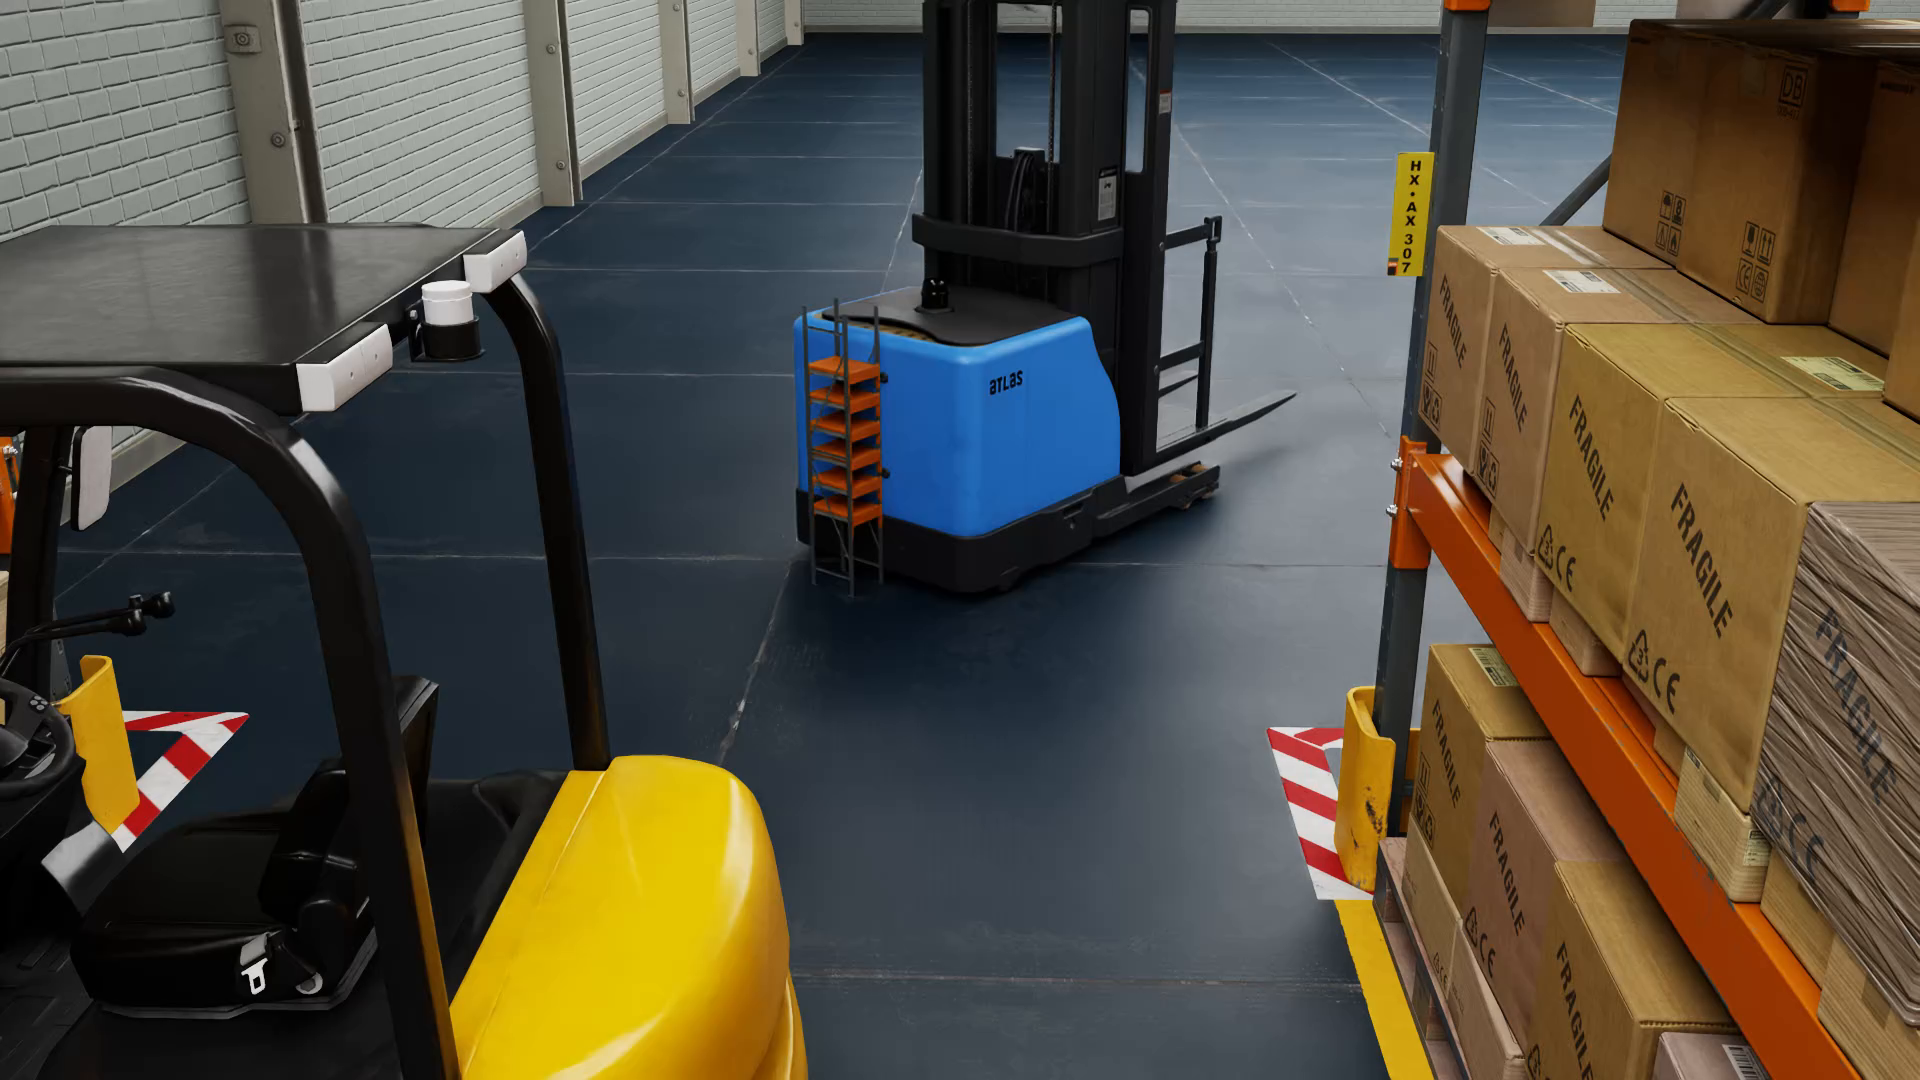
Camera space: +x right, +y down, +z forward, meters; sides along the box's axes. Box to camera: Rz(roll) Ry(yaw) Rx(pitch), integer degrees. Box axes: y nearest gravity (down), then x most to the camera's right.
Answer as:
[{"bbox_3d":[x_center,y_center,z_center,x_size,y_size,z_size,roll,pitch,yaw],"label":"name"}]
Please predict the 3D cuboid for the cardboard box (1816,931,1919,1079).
[{"bbox_3d":[1.350,0.625,2.118,0.380,0.149,0.250,0,21,1],"label":"cardboard box"}]

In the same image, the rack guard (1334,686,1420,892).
[{"bbox_3d":[1.736,0.742,4.926,1.175,0.500,0.348,1,21,2],"label":"rack guard"}]

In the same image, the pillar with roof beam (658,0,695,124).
[{"bbox_3d":[0.705,-9.520,19.625,9.100,9.000,0.400,1,21,2],"label":"pillar with roof beam"}]

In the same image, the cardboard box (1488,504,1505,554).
[{"bbox_3d":[1.439,-0.027,3.799,0.380,0.149,0.250,0,21,0],"label":"cardboard box"}]

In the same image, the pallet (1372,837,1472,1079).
[{"bbox_3d":[1.676,1.170,4.222,1.003,0.211,1.213,1,21,2],"label":"pallet"}]

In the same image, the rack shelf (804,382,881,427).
[{"bbox_3d":[-0.476,-0.552,6.752,0.258,0.103,0.180,17,27,36],"label":"rack shelf"}]

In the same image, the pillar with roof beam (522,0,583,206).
[{"bbox_3d":[0.523,-7.351,14.034,9.100,9.000,0.400,1,21,2],"label":"pillar with roof beam"}]

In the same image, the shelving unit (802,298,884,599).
[{"bbox_3d":[-0.476,-0.370,6.823,0.258,1.200,0.189,17,27,36],"label":"shelving unit"}]

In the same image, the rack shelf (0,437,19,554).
[{"bbox_3d":[-3.284,0.554,2.949,1.077,0.370,4.000,1,21,2],"label":"rack shelf"}]

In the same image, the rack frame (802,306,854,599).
[{"bbox_3d":[-0.534,-0.344,6.757,0.240,1.200,0.006,17,27,36],"label":"rack frame"}]

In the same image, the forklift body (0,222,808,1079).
[{"bbox_3d":[-1.457,0.597,3.017,2.313,2.155,1.214,1,21,2],"label":"forklift body"}]

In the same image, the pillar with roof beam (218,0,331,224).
[{"bbox_3d":[0.340,-5.181,8.443,9.100,9.000,0.400,1,21,2],"label":"pillar with roof beam"}]

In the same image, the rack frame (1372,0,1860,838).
[{"bbox_3d":[1.738,-0.451,4.545,1.000,3.000,0.127,1,21,2],"label":"rack frame"}]

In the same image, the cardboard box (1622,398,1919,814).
[{"bbox_3d":[1.413,0.087,2.608,0.500,0.500,0.500,0,21,1],"label":"cardboard box"}]

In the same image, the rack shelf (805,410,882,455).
[{"bbox_3d":[-0.476,-0.440,6.796,0.258,0.103,0.180,17,27,36],"label":"rack shelf"}]

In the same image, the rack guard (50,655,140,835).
[{"bbox_3d":[-3.222,0.652,5.157,1.175,0.500,0.348,1,21,2],"label":"rack guard"}]

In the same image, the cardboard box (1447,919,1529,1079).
[{"bbox_3d":[1.414,1.108,3.747,0.500,0.250,0.500,1,21,4],"label":"cardboard box"}]

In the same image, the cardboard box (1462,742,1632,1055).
[{"bbox_3d":[1.426,0.772,3.577,0.500,0.500,0.500,0,21,0],"label":"cardboard box"}]

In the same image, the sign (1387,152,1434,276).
[{"bbox_3d":[1.196,-0.861,4.404,0.100,0.325,0.005,1,21,2],"label":"sign"}]

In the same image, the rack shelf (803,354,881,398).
[{"bbox_3d":[-0.476,-0.664,6.709,0.258,0.103,0.180,17,27,36],"label":"rack shelf"}]

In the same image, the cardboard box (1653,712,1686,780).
[{"bbox_3d":[1.425,0.349,2.829,0.380,0.149,0.250,0,21,0],"label":"cardboard box"}]

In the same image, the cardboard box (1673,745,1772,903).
[{"bbox_3d":[1.359,0.440,2.596,0.380,0.149,0.250,1,21,2],"label":"cardboard box"}]

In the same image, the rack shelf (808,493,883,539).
[{"bbox_3d":[-0.476,-0.104,6.926,0.258,0.103,0.180,17,27,36],"label":"rack shelf"}]

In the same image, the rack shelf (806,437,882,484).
[{"bbox_3d":[-0.476,-0.328,6.839,0.258,0.103,0.180,17,27,36],"label":"rack shelf"}]

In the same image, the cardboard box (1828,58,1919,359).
[{"bbox_3d":[2.006,-0.547,2.860,0.700,0.500,0.500,0,21,1],"label":"cardboard box"}]

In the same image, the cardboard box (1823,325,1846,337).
[{"bbox_3d":[1.977,-0.256,3.493,0.500,0.500,0.500,1,21,2],"label":"cardboard box"}]

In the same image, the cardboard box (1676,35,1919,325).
[{"bbox_3d":[1.918,-0.733,3.339,0.700,0.500,0.500,1,21,2],"label":"cardboard box"}]

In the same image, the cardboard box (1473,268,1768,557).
[{"bbox_3d":[1.434,-0.281,3.557,0.500,0.500,0.500,1,21,3],"label":"cardboard box"}]

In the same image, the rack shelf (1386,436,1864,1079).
[{"bbox_3d":[1.678,0.607,2.811,1.077,0.370,4.000,1,21,2],"label":"rack shelf"}]

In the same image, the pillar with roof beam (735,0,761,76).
[{"bbox_3d":[0.888,-11.690,25.216,9.100,9.000,0.400,1,21,2],"label":"pillar with roof beam"}]

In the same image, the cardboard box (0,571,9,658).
[{"bbox_3d":[-2.925,0.285,4.485,0.500,0.250,0.500,1,21,3],"label":"cardboard box"}]

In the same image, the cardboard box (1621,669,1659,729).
[{"bbox_3d":[1.463,0.254,3.074,0.380,0.149,0.250,1,21,3],"label":"cardboard box"}]

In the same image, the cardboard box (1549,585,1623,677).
[{"bbox_3d":[1.411,0.158,3.322,0.380,0.149,0.250,1,21,3],"label":"cardboard box"}]

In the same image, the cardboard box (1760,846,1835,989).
[{"bbox_3d":[1.387,0.533,2.356,0.380,0.149,0.250,0,21,1],"label":"cardboard box"}]

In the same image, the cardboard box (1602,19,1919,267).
[{"bbox_3d":[1.941,-0.915,3.810,0.700,0.500,0.500,0,21,0],"label":"cardboard box"}]

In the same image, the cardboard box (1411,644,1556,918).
[{"bbox_3d":[1.437,0.583,4.065,0.500,0.500,0.500,0,21,0],"label":"cardboard box"}]

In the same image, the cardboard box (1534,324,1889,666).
[{"bbox_3d":[1.420,-0.097,3.082,0.500,0.500,0.500,0,21,1],"label":"cardboard box"}]

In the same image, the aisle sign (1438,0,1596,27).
[{"bbox_3d":[1.430,-1.689,4.141,0.394,0.787,0.004,1,21,2],"label":"aisle sign"}]

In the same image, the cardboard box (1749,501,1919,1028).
[{"bbox_3d":[1.402,0.273,2.130,0.500,0.500,0.500,1,21,3],"label":"cardboard box"}]

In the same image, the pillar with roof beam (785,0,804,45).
[{"bbox_3d":[1.070,-13.859,30.807,9.100,9.000,0.400,1,21,2],"label":"pillar with roof beam"}]

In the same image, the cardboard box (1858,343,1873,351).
[{"bbox_3d":[1.959,-0.075,3.027,0.500,0.500,0.500,1,21,1],"label":"cardboard box"}]

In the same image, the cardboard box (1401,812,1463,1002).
[{"bbox_3d":[1.437,0.924,4.223,0.500,0.250,0.500,0,21,1],"label":"cardboard box"}]

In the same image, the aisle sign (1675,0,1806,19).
[{"bbox_3d":[2.030,-1.682,4.124,0.394,0.787,0.004,1,21,2],"label":"aisle sign"}]

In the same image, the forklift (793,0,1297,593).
[{"bbox_3d":[0.603,-1.611,7.629,1.130,2.935,3.031,17,27,36],"label":"forklift"}]

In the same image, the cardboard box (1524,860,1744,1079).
[{"bbox_3d":[1.402,0.953,3.110,0.500,0.500,0.500,1,21,3],"label":"cardboard box"}]

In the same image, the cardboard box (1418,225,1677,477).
[{"bbox_3d":[1.447,-0.468,4.040,0.500,0.500,0.500,0,21,1],"label":"cardboard box"}]

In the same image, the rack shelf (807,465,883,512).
[{"bbox_3d":[-0.476,-0.216,6.882,0.258,0.103,0.180,17,27,36],"label":"rack shelf"}]

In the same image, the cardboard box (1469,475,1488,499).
[{"bbox_3d":[1.521,-0.213,4.280,0.380,0.149,0.250,1,21,2],"label":"cardboard box"}]

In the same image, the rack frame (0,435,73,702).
[{"bbox_3d":[-3.223,-0.504,4.682,1.000,3.000,0.127,1,21,2],"label":"rack frame"}]

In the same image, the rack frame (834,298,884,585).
[{"bbox_3d":[-0.418,-0.395,6.889,0.240,1.200,0.006,17,27,36],"label":"rack frame"}]

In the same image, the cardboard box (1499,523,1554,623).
[{"bbox_3d":[1.385,0.064,3.564,0.380,0.149,0.250,1,21,2],"label":"cardboard box"}]

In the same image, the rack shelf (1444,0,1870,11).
[{"bbox_3d":[1.678,-0.791,2.269,1.077,0.370,4.000,1,21,2],"label":"rack shelf"}]

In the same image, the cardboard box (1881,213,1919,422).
[{"bbox_3d":[1.852,-0.368,2.399,0.700,0.500,0.500,1,21,1],"label":"cardboard box"}]

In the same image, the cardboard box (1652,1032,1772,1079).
[{"bbox_3d":[1.395,1.146,2.612,0.500,0.500,0.500,2,21,4],"label":"cardboard box"}]

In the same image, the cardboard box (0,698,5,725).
[{"bbox_3d":[-2.925,0.528,4.551,0.500,0.250,0.500,0,21,1],"label":"cardboard box"}]
